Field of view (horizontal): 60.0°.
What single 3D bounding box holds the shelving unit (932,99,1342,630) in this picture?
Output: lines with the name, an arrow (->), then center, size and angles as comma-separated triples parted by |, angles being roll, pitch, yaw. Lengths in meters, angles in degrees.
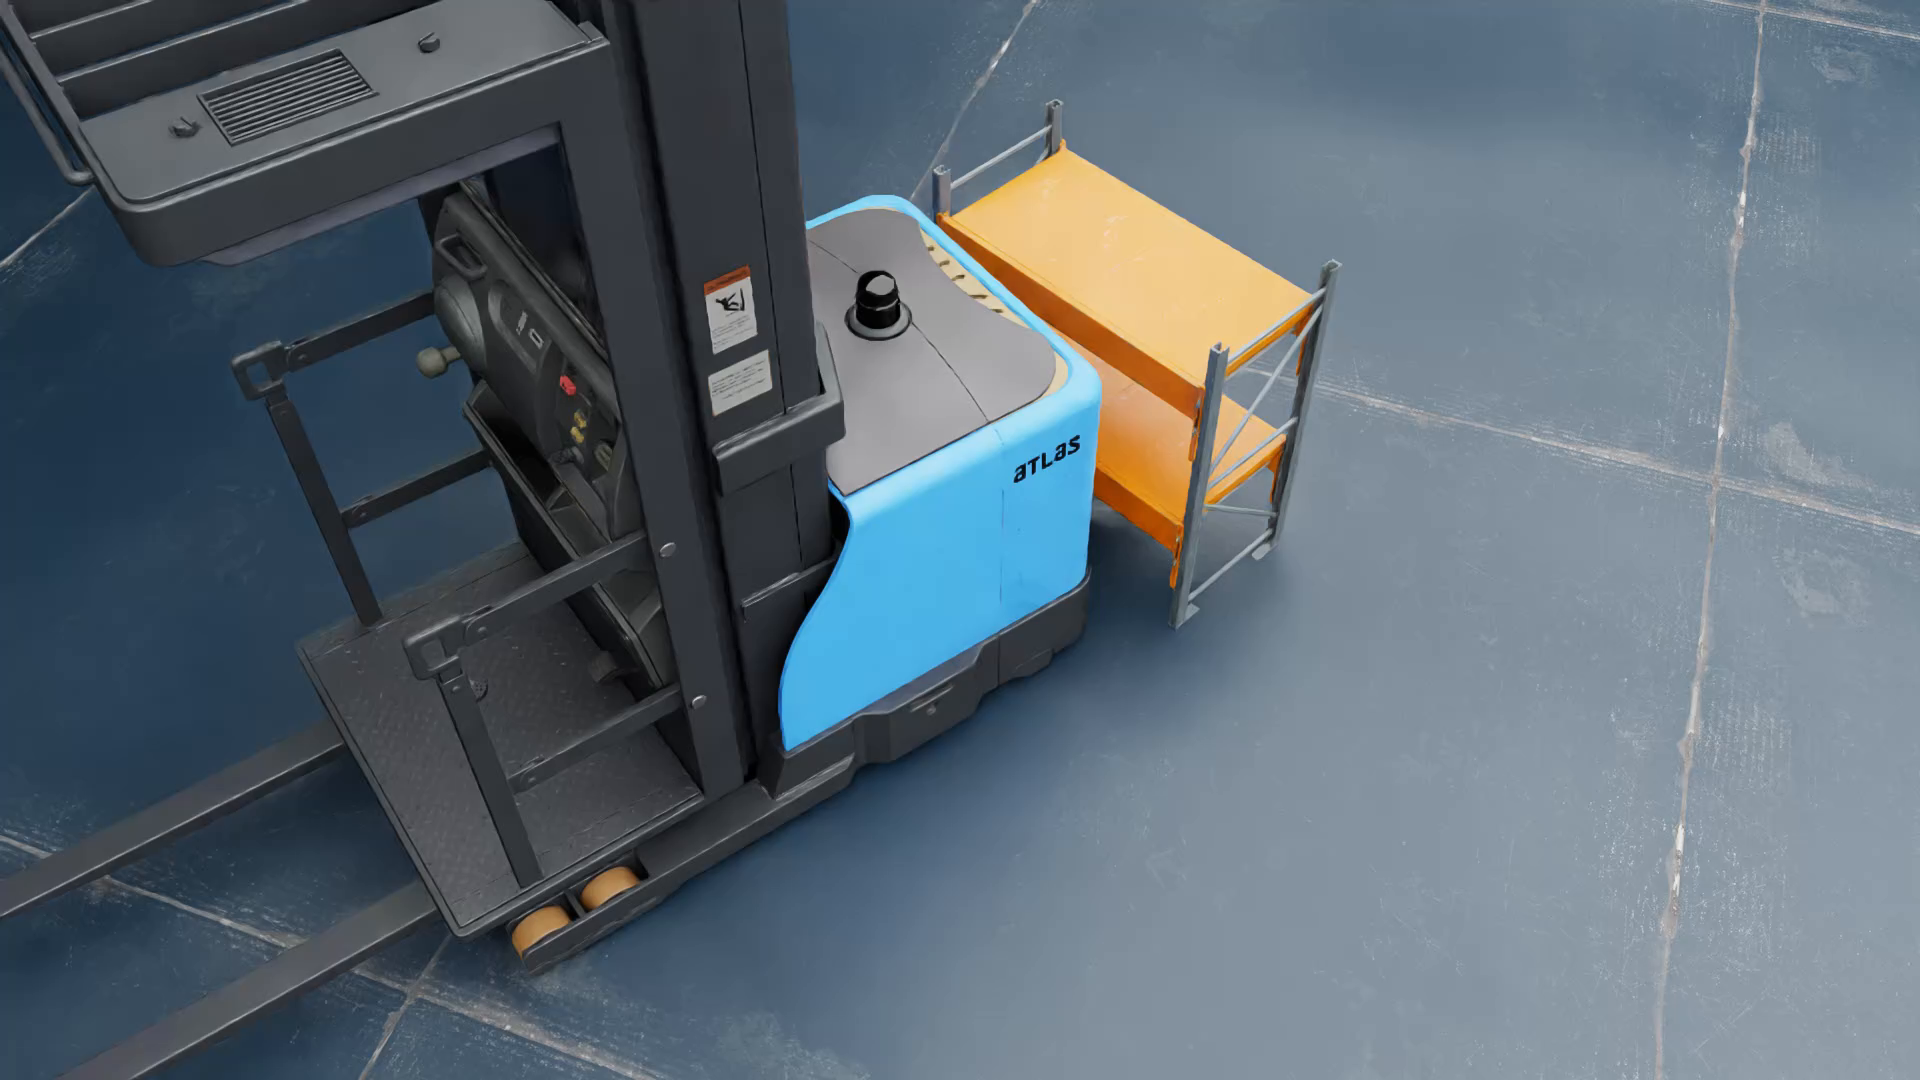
shelving unit -> 0.466, -0.513, 4.951 | 0.538, 1.125, 1.048 | -36, 58, -27

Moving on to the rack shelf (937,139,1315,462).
rack shelf -> 0.466, -0.705, 4.729 | 0.538, 0.278, 1.000 | -36, 58, -27

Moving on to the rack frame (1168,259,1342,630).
rack frame -> 0.819, -0.237, 4.711 | 0.500, 1.125, 0.032 | -36, 58, -27

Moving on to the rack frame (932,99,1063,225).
rack frame -> 0.113, -0.790, 5.190 | 0.500, 1.125, 0.032 | -36, 58, -27

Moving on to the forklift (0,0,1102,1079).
forklift -> -1.120, -0.318, 3.586 | 3.031, 2.935, 1.130 | -28, 55, -22

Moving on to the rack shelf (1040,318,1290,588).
rack shelf -> 0.466, -0.353, 5.135 | 0.538, 0.278, 1.000 | -36, 58, -27
